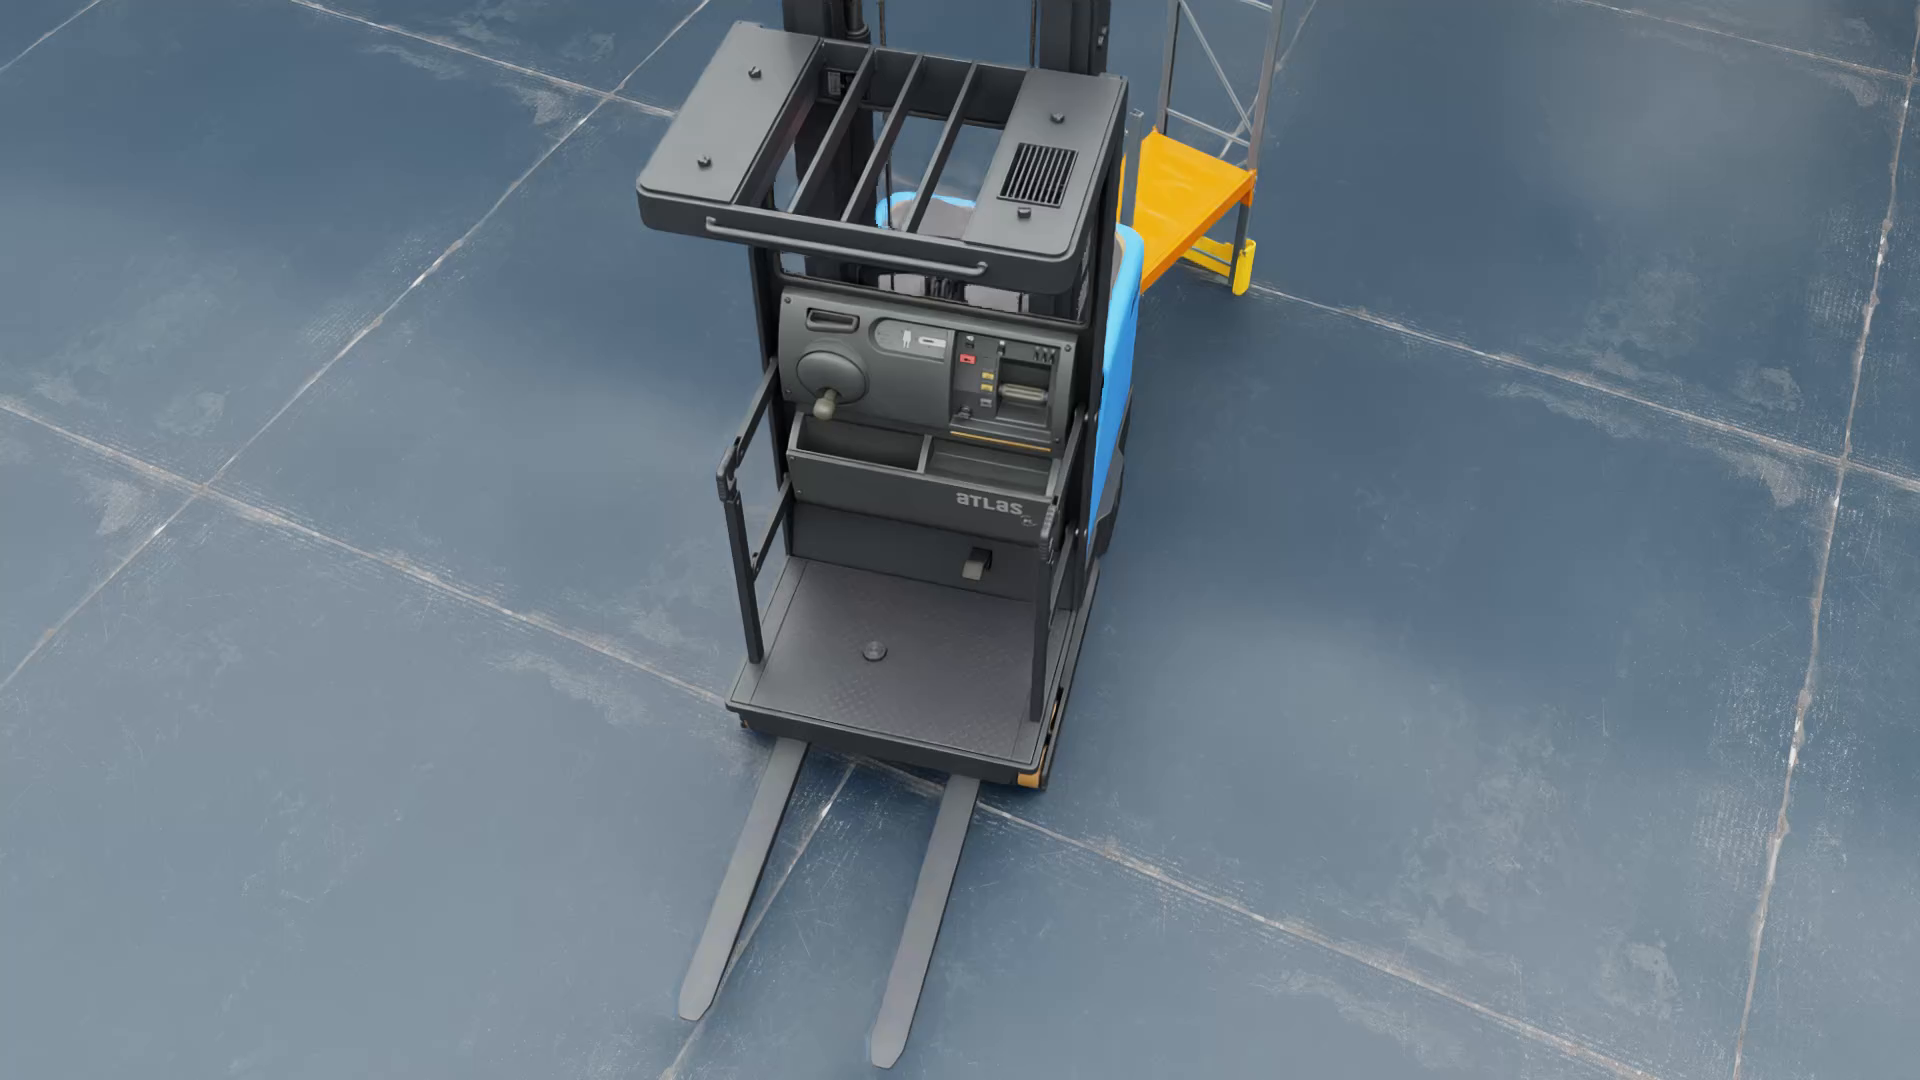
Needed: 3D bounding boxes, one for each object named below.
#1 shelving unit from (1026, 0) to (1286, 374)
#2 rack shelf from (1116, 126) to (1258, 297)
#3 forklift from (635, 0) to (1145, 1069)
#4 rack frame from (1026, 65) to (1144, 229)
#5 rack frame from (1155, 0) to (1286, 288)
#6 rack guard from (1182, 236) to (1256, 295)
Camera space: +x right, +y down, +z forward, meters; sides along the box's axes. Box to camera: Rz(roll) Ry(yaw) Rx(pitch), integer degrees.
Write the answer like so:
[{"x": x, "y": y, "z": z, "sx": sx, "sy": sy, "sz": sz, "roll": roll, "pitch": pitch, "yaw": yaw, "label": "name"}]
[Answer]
[{"x": 0.757, "y": -1.444, "z": 6.809, "sx": 0.587, "sy": 1.500, "sz": 1.083, "roll": 30, "pitch": 56, "yaw": 23, "label": "shelving unit"}, {"x": 0.751, "y": -1.322, "z": 6.941, "sx": 0.538, "sy": 0.185, "sz": 1.000, "roll": 30, "pitch": 56, "yaw": 23, "label": "rack shelf"}, {"x": -0.160, "y": -0.414, "z": 4.993, "sx": 1.130, "sy": 2.935, "sz": 3.031, "roll": 11, "pitch": 50, "yaw": 9, "label": "forklift"}, {"x": 0.444, "y": -1.130, "z": 6.542, "sx": 0.500, "sy": 1.500, "sz": 0.032, "roll": 30, "pitch": 56, "yaw": 23, "label": "rack frame"}, {"x": 1.058, "y": -1.747, "z": 7.067, "sx": 0.500, "sy": 1.500, "sz": 0.032, "roll": 30, "pitch": 56, "yaw": 23, "label": "rack frame"}, {"x": 1.057, "y": -1.342, "z": 7.543, "sx": 0.587, "sy": 0.250, "sz": 0.087, "roll": 30, "pitch": 56, "yaw": 23, "label": "rack guard"}]
